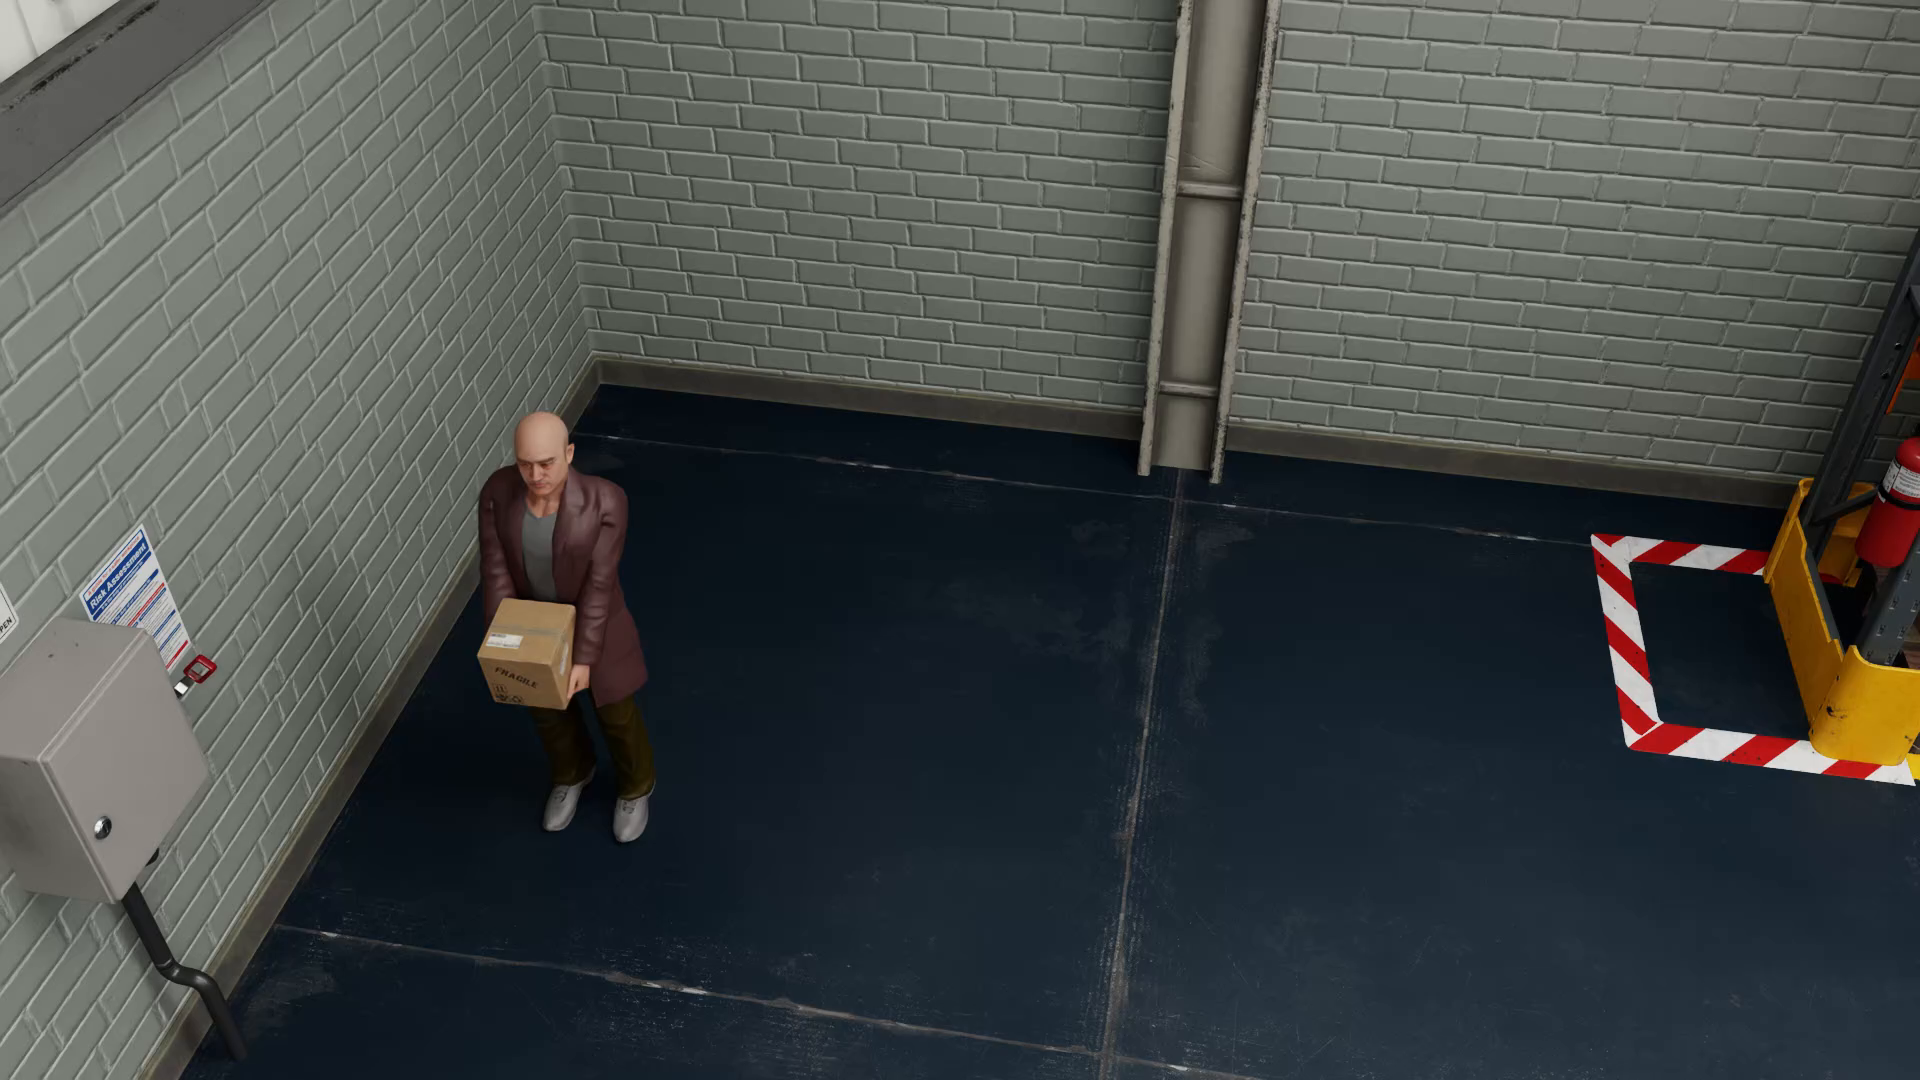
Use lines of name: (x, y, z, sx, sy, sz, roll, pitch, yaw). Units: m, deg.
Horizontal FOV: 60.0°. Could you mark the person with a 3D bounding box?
person: (-1.364, 0.365, 5.738, 0.530, 1.769, 0.555, 7, 40, 8)
